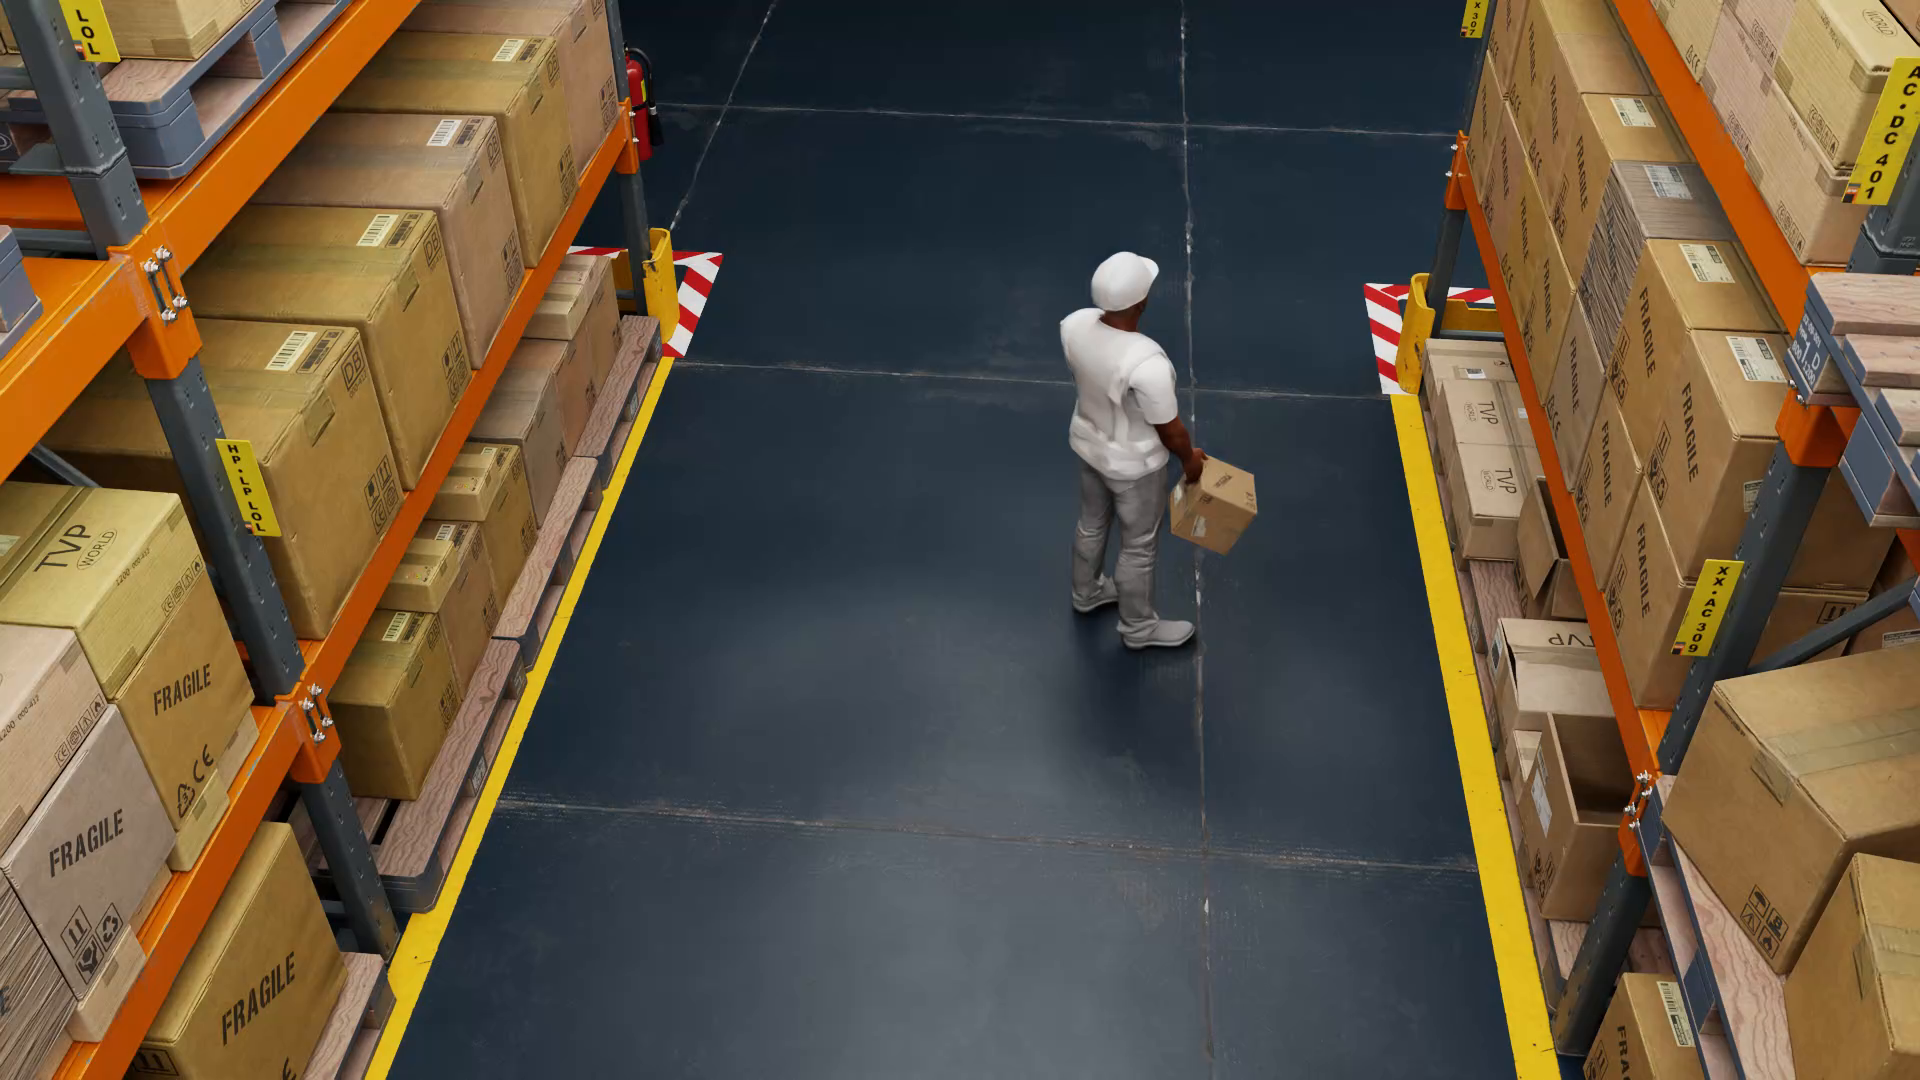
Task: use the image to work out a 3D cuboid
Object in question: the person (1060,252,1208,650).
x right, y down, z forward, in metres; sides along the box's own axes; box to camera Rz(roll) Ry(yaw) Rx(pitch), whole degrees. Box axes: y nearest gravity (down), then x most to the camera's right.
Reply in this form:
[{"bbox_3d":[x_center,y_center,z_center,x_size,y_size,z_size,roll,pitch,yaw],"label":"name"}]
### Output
[{"bbox_3d":[0.671,-0.357,6.540,0.459,1.774,0.610,-24,46,-26],"label":"person"}]
